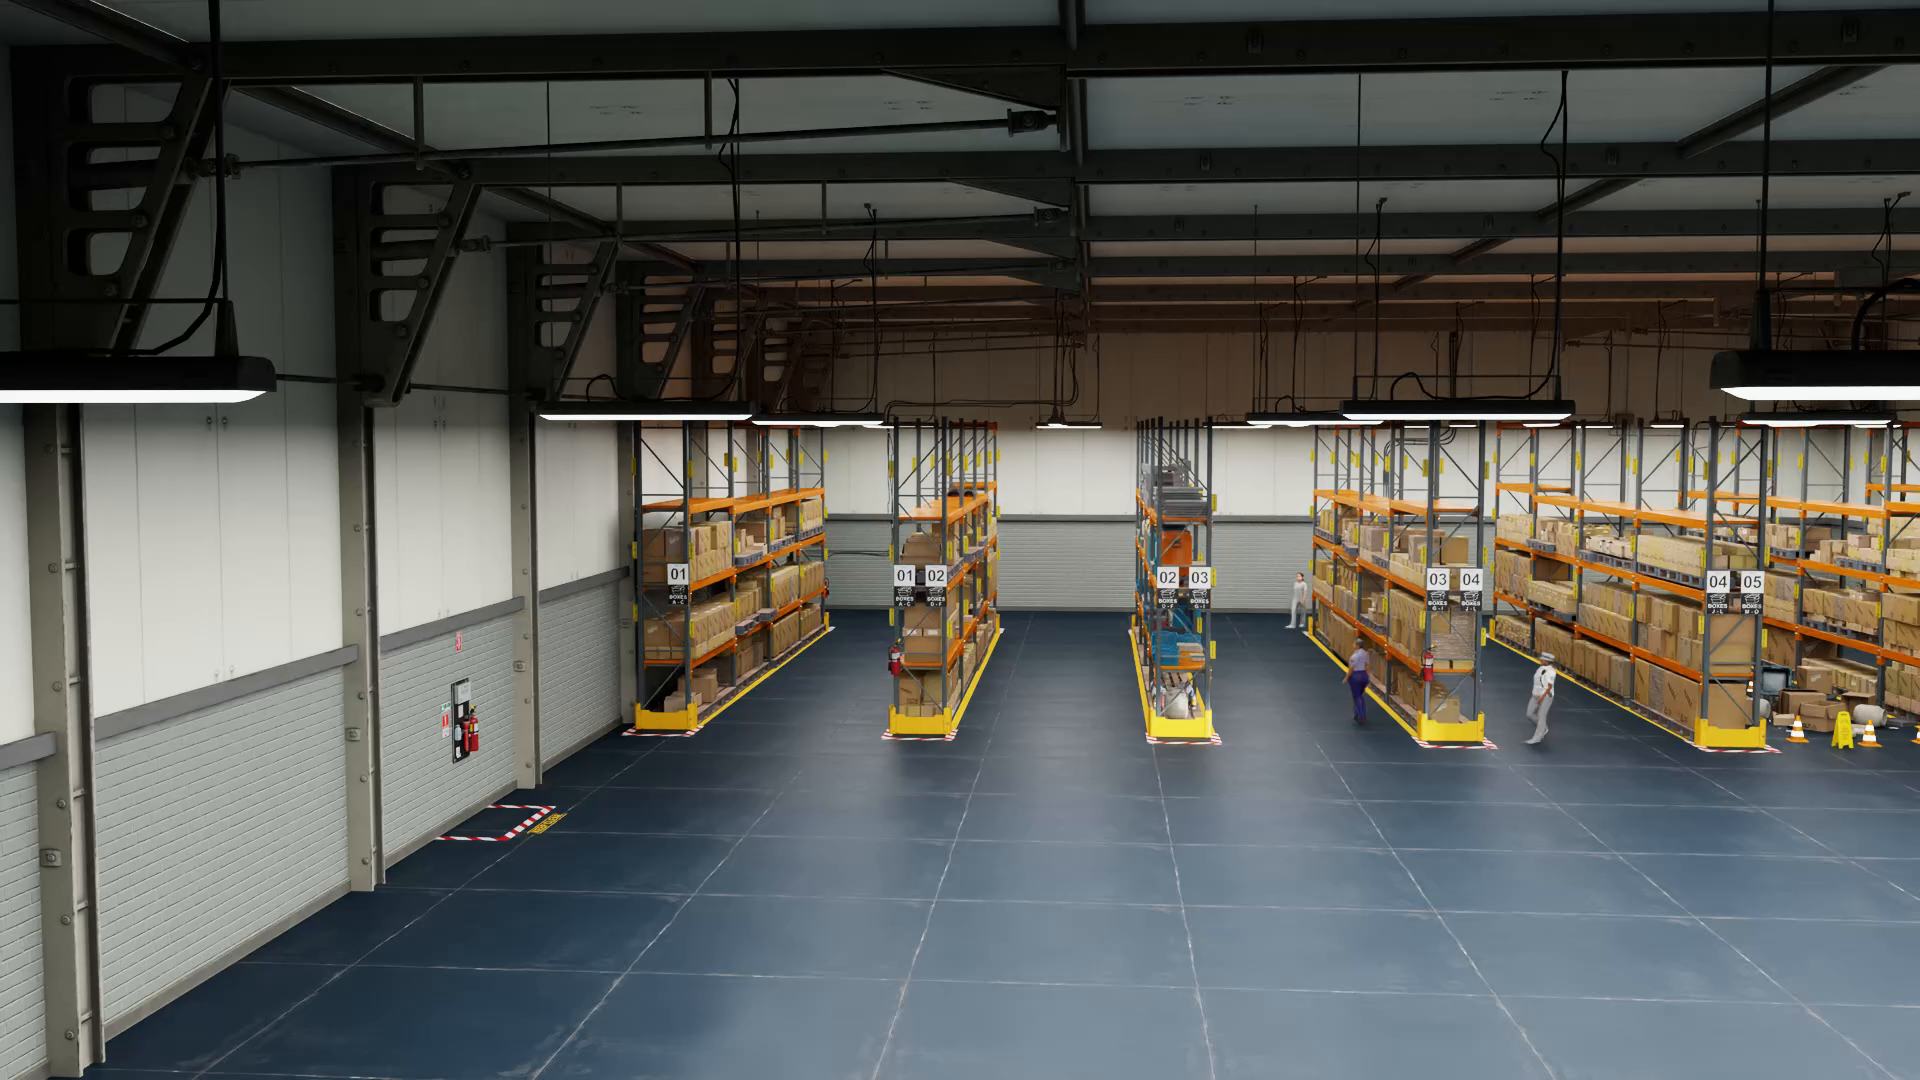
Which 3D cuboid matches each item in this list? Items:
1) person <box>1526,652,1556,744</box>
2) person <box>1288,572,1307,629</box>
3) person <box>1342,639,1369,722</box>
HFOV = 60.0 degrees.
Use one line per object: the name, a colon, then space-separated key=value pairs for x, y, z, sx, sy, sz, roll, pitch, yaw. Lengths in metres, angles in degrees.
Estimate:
person: x=10.645 y=2.888 z=30.551 sx=0.595 sy=1.663 sz=0.509 roll=-2 pitch=4 yaw=-28
person: x=9.809 y=1.750 z=48.127 sx=0.454 sy=1.609 sz=1.013 roll=1 pitch=4 yaw=21
person: x=7.826 y=2.794 z=32.790 sx=0.520 sy=1.696 sz=0.597 roll=-2 pitch=4 yaw=-31
